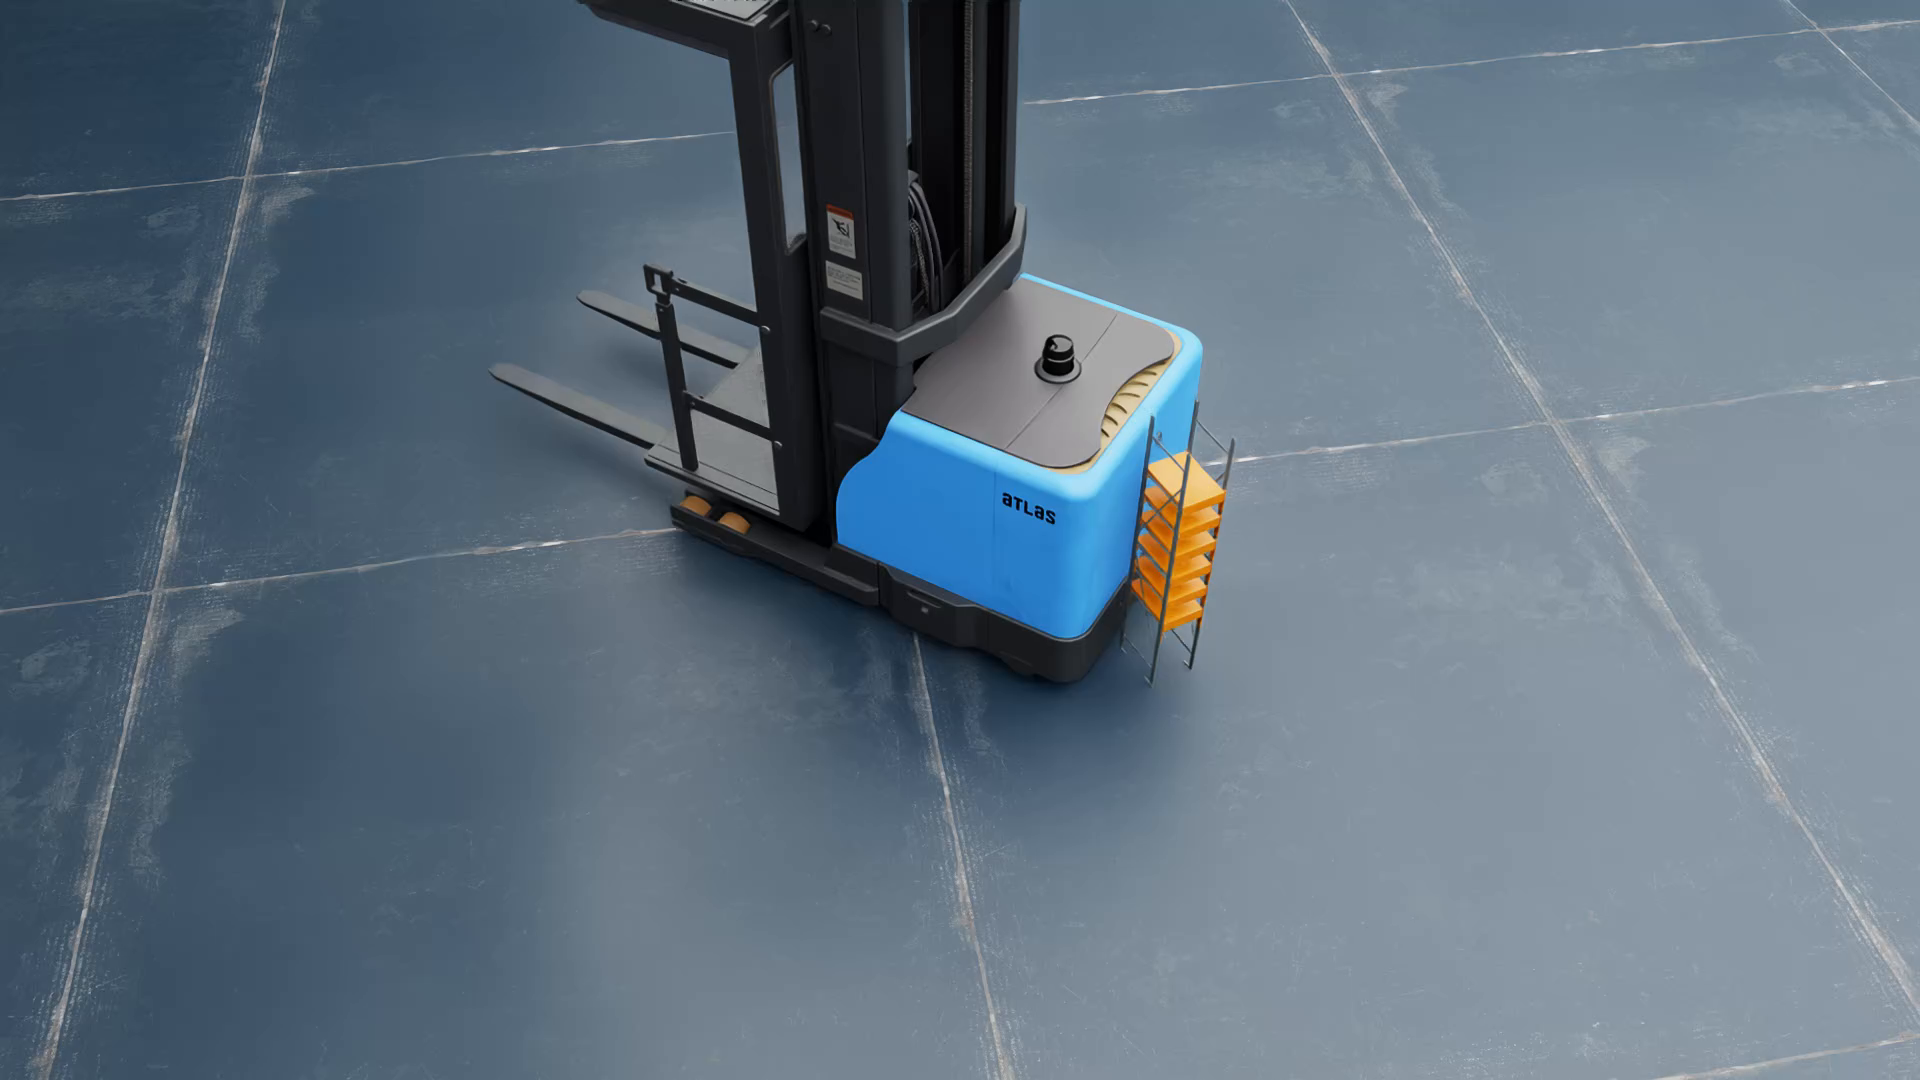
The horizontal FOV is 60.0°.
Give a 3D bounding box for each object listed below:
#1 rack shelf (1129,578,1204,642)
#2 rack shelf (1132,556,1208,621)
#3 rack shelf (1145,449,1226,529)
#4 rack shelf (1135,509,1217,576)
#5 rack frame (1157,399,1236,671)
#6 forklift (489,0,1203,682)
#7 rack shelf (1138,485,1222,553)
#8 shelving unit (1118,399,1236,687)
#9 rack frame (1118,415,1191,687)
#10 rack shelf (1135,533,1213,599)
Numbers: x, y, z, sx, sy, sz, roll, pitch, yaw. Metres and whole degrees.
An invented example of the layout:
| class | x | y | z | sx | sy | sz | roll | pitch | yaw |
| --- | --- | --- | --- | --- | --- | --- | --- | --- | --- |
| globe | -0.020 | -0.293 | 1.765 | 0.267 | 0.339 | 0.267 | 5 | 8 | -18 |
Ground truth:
| class | x | y | z | sx | sy | sz | roll | pitch | yaw |
| --- | --- | --- | --- | --- | --- | --- | --- | --- | --- |
| rack shelf | 0.770 | 0.239 | 6.271 | 0.180 | 0.103 | 0.258 | -20 | 49 | -21 |
| rack shelf | 0.773 | 0.155 | 6.185 | 0.180 | 0.103 | 0.258 | -20 | 49 | -21 |
| rack shelf | 0.785 | -0.182 | 5.844 | 0.180 | 0.103 | 0.258 | -20 | 49 | -21 |
| rack shelf | 0.779 | -0.014 | 6.015 | 0.180 | 0.103 | 0.258 | -20 | 49 | -21 |
| rack frame | 0.858 | 0.010 | 6.101 | 0.006 | 1.200 | 0.240 | -20 | 49 | -21 |
| forklift | -0.612 | -1.272 | 6.133 | 3.031 | 2.935 | 1.130 | 23 | 50 | 20 |
| rack shelf | 0.782 | -0.098 | 5.929 | 0.180 | 0.103 | 0.258 | -20 | 49 | -21 |
| shelving unit | 0.777 | 0.040 | 6.068 | 0.189 | 1.200 | 0.258 | -20 | 49 | -21 |
| rack frame | 0.697 | 0.069 | 6.036 | 0.006 | 1.200 | 0.240 | -20 | 49 | -21 |
| rack shelf | 0.776 | 0.071 | 6.100 | 0.180 | 0.103 | 0.258 | -20 | 49 | -21 |
